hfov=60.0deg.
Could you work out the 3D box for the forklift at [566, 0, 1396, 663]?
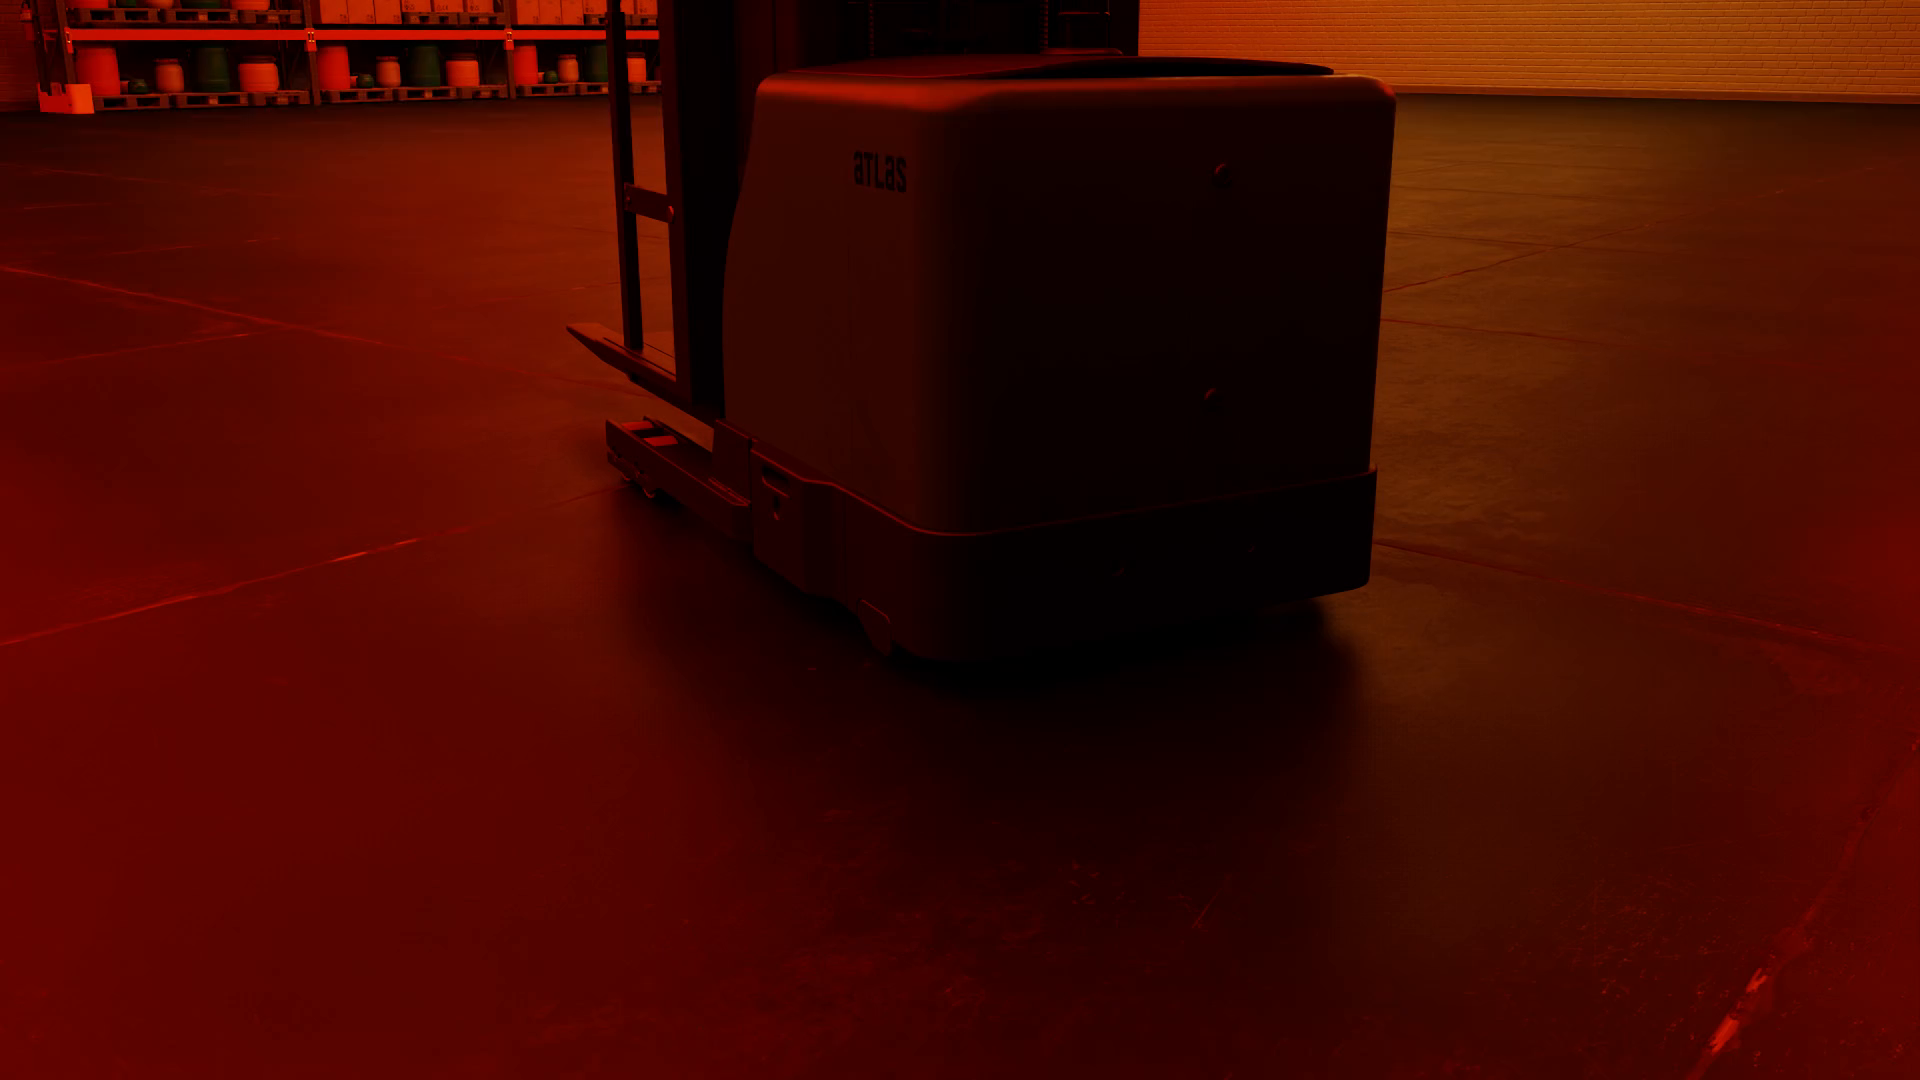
[{"bbox_3d":[-0.294,-1.562,4.042,1.130,2.935,3.031,-9,19,-27],"label":"forklift"}]
